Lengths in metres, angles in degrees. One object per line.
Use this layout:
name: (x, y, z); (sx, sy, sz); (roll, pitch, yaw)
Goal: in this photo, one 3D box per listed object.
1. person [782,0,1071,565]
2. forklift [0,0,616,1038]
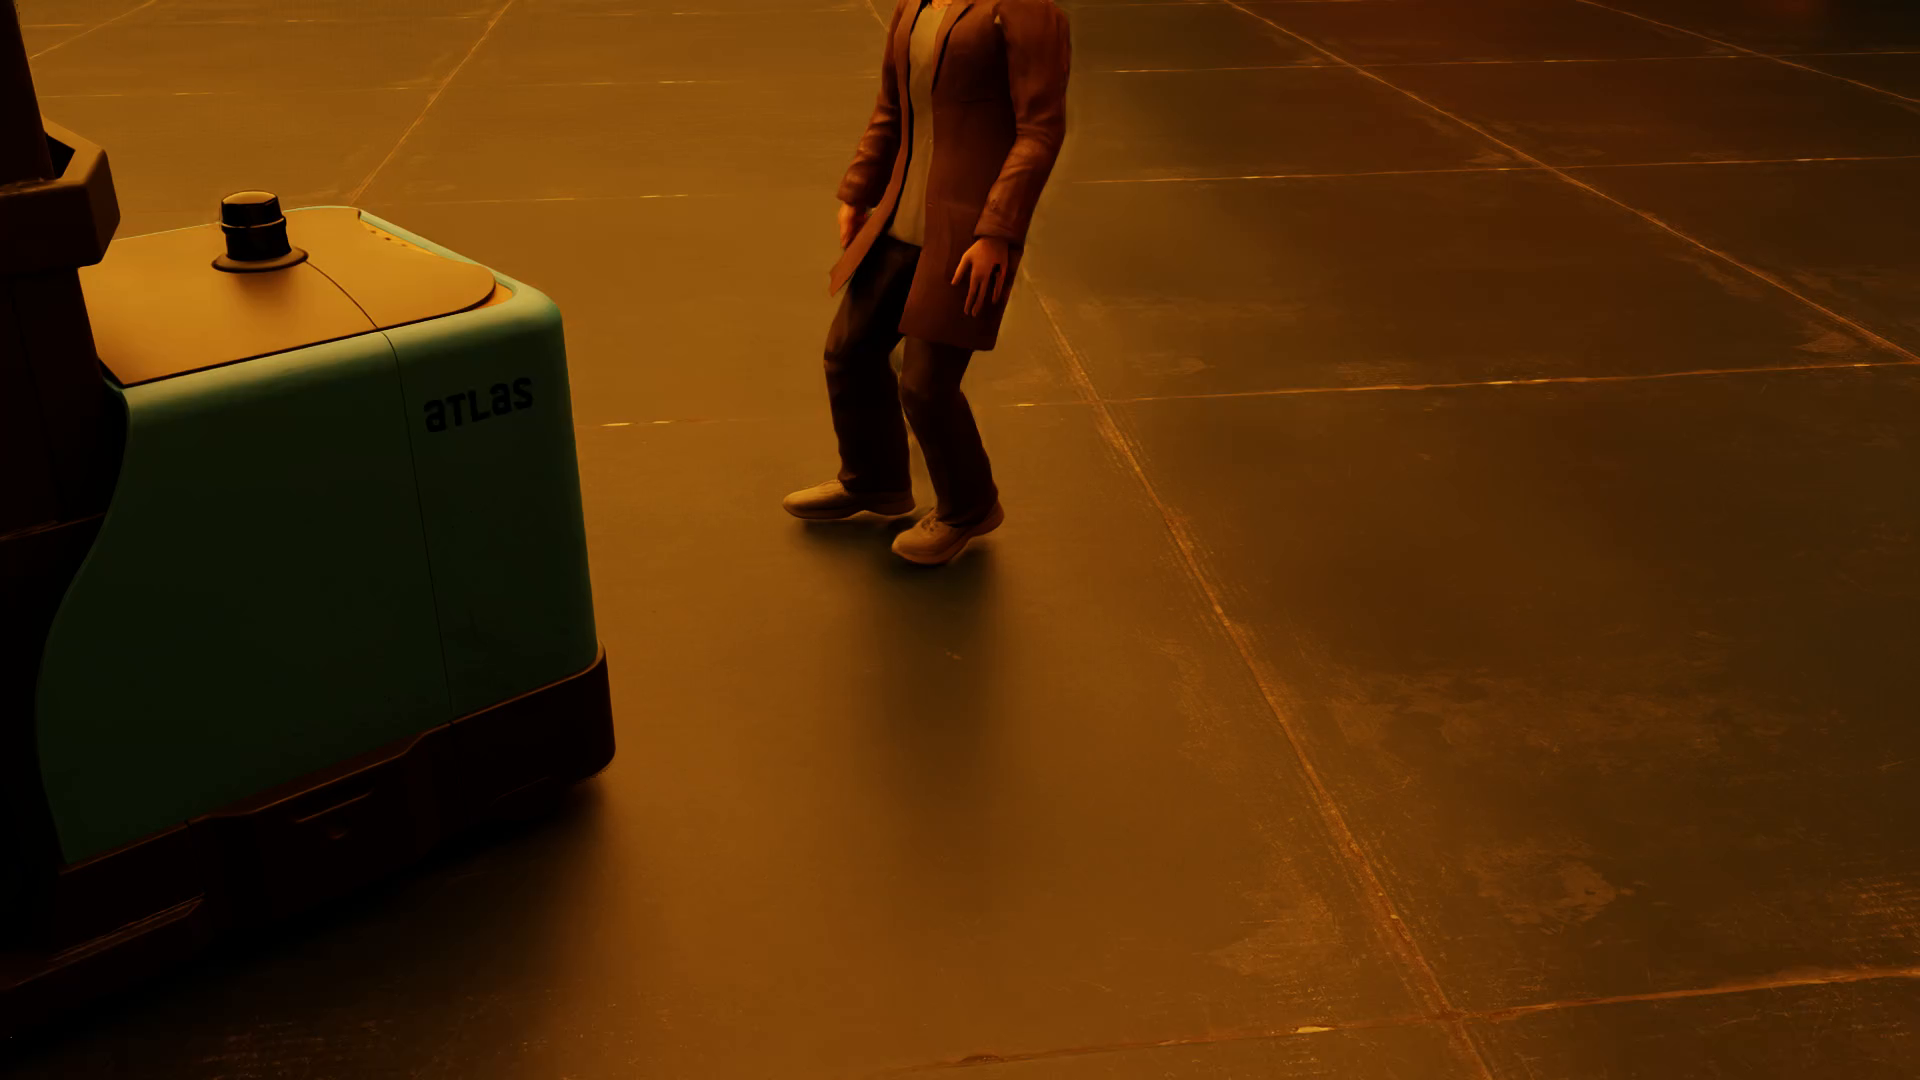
person: (-0.088, -0.772, 4.166); (0.487, 1.742, 0.769); (-18, 31, -33)
forklift: (-2.165, -0.533, 2.337); (3.031, 2.935, 1.130); (-21, 33, -37)
